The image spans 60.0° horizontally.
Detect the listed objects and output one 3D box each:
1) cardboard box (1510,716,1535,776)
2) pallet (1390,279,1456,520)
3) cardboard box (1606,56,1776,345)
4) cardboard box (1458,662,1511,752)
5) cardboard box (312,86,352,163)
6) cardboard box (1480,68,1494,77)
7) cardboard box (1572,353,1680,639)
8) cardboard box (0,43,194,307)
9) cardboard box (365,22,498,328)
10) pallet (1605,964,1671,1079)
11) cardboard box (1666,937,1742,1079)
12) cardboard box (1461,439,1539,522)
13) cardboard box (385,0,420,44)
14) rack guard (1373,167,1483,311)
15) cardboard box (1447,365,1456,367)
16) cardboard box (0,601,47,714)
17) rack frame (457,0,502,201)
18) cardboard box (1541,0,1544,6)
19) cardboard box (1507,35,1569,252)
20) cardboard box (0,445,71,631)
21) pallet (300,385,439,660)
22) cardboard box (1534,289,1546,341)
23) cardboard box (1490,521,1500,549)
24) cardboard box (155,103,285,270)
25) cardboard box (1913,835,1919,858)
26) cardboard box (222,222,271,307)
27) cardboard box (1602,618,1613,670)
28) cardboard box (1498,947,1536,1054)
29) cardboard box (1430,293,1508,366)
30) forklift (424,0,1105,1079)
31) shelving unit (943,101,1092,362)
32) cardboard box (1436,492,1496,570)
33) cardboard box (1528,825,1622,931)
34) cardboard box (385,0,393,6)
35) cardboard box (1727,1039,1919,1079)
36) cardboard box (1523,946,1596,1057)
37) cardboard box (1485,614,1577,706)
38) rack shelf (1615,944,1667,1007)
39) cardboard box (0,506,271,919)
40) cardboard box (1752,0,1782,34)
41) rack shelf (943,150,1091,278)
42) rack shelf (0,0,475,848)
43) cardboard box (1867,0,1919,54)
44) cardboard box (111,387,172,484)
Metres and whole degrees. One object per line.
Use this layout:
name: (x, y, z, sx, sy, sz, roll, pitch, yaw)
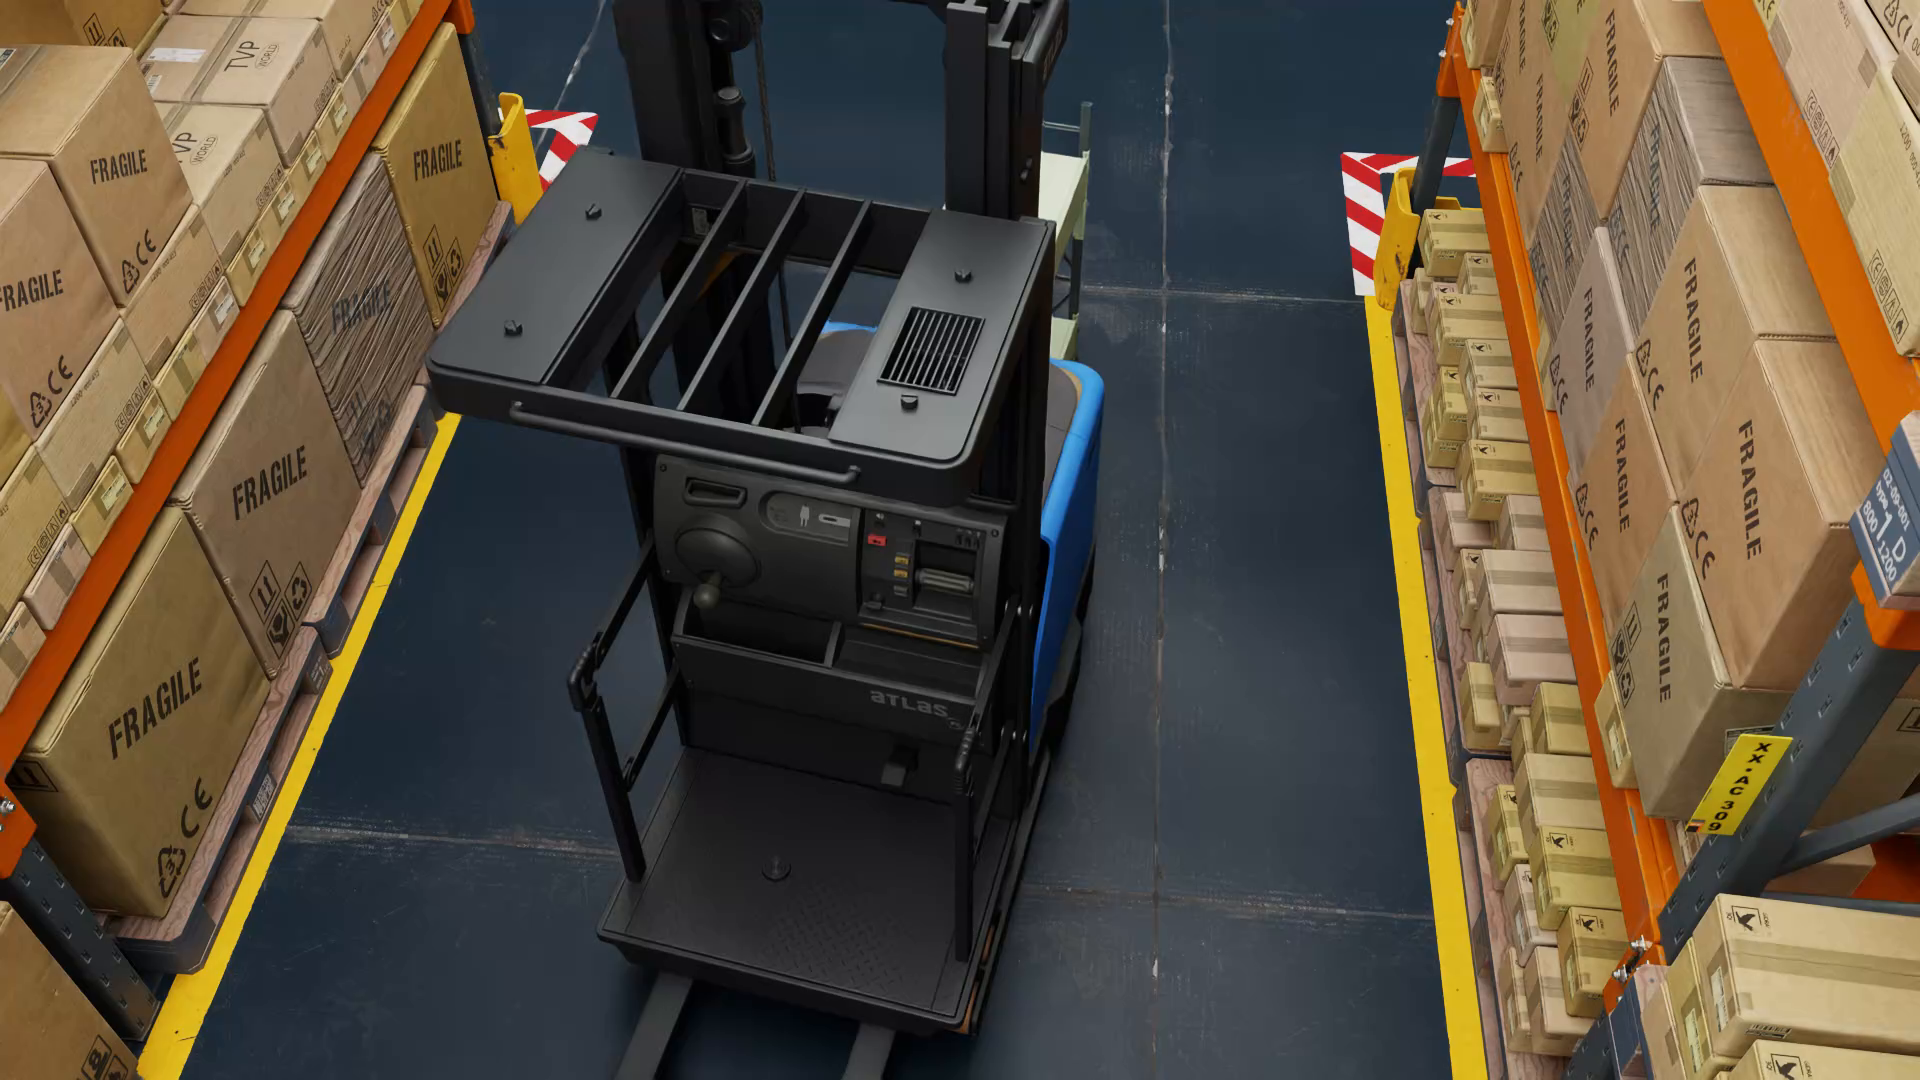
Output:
cardboard box: (1.890, 0.689, 5.033, 0.380, 0.149, 0.250, 4, 48, 4)
pallet: (2.286, -0.551, 6.611, 1.003, 0.211, 1.213, 4, 48, 4)
cardboard box: (1.914, -0.794, 3.996, 0.500, 0.500, 0.500, 5, 48, 5)
cardboard box: (1.828, 0.546, 5.366, 0.380, 0.149, 0.250, 4, 48, 3)
cardboard box: (-2.324, -1.431, 5.696, 0.380, 0.149, 0.250, 3, 48, 3)
cardboard box: (2.064, -1.652, 5.898, 0.380, 0.149, 0.250, 5, 48, 5)
cardboard box: (1.849, -0.093, 4.033, 0.500, 0.500, 0.500, 3, 48, 2)
cardboard box: (-2.499, -0.993, 4.517, 0.500, 0.500, 0.500, 3, 48, 2)
cardboard box: (-2.506, -1.499, 6.744, 0.875, 0.875, 0.875, 4, 48, 4)
pallet: (1.823, 1.414, 3.054, 1.003, 0.211, 1.213, 4, 48, 4)
cardboard box: (1.544, 0.898, 3.080, 0.380, 0.149, 0.250, 5, 48, 4)
cardboard box: (1.916, -0.192, 5.637, 0.380, 0.149, 0.250, 5, 48, 4)
cardboard box: (-2.254, -1.991, 6.208, 0.380, 0.149, 0.250, 4, 48, 4)
rack guard: (2.395, -1.243, 7.048, 1.175, 0.500, 0.348, 4, 48, 4)
cardboard box: (2.078, -0.578, 6.393, 0.380, 0.149, 0.250, 4, 48, 4)
cardboard box: (-2.534, 0.279, 4.132, 0.380, 0.149, 0.250, 4, 48, 4)
rack frame: (-2.528, -2.550, 6.550, 1.000, 3.000, 0.127, 4, 48, 4)
cardboard box: (2.057, -1.931, 5.036, 0.500, 0.500, 0.500, 5, 48, 5)
cardboard box: (2.006, -1.211, 5.056, 0.500, 0.500, 0.500, 4, 48, 4)
cardboard box: (-2.589, 0.012, 4.107, 0.500, 0.250, 0.500, 3, 48, 3)
pallet: (-2.637, -0.122, 6.219, 1.003, 0.211, 1.213, 4, 48, 4)
cardboard box: (1.955, -0.692, 5.020, 0.380, 0.149, 0.250, 5, 48, 5)
cardboard box: (2.039, -0.087, 5.742, 0.380, 0.149, 0.250, 6, 48, 6)
cardboard box: (-2.444, -1.096, 5.120, 0.500, 0.250, 0.500, 4, 48, 4)
cardboard box: (2.389, 0.696, 3.751, 0.380, 0.149, 0.250, 5, 48, 5)
cardboard box: (-2.394, -0.867, 5.180, 0.380, 0.149, 0.250, 3, 48, 2)
cardboard box: (1.830, 0.267, 4.143, 0.380, 0.149, 0.250, 6, 48, 5)
cardboard box: (1.734, 1.306, 4.670, 0.380, 0.149, 0.250, 4, 48, 4)
cardboard box: (1.960, -0.773, 6.169, 0.380, 0.149, 0.250, 4, 48, 3)
forklift: (-0.399, 0.138, 4.137, 1.130, 2.935, 3.031, 11, 49, 10)
shelving unit: (0.151, -0.725, 5.896, 0.431, 1.500, 0.755, 11, 49, 10)
cardboard box: (1.908, -0.026, 5.889, 0.380, 0.149, 0.250, 2, 48, 2)
cardboard box: (1.795, 0.947, 4.595, 0.380, 0.149, 0.250, 4, 48, 4)
cardboard box: (-2.308, -2.226, 6.153, 0.500, 0.250, 0.500, 3, 48, 3)
cardboard box: (1.525, 1.003, 2.782, 0.380, 0.149, 0.250, 5, 48, 5)
cardboard box: (1.750, 1.264, 4.507, 0.380, 0.149, 0.250, 5, 48, 4)
cardboard box: (1.844, 0.373, 5.120, 0.380, 0.149, 0.250, 2, 48, 2)
rack shelf: (1.856, 2.509, 2.410, 1.077, 0.370, 4.000, 4, 48, 4)
cardboard box: (-2.753, 0.485, 4.929, 0.875, 0.875, 0.875, 4, 48, 4)
cardboard box: (1.916, -1.283, 3.460, 0.500, 0.250, 0.500, 3, 48, 3)
rack shelf: (0.151, -0.988, 5.608, 0.431, 0.370, 0.720, 11, 49, 10)
rack shelf: (-2.710, -0.838, 5.471, 1.077, 0.370, 4.000, 4, 48, 4)
cardboard box: (1.886, -1.071, 2.927, 0.500, 0.250, 0.500, 2, 48, 2)
cardboard box: (-2.465, -0.301, 4.663, 0.380, 0.149, 0.250, 3, 48, 2)
